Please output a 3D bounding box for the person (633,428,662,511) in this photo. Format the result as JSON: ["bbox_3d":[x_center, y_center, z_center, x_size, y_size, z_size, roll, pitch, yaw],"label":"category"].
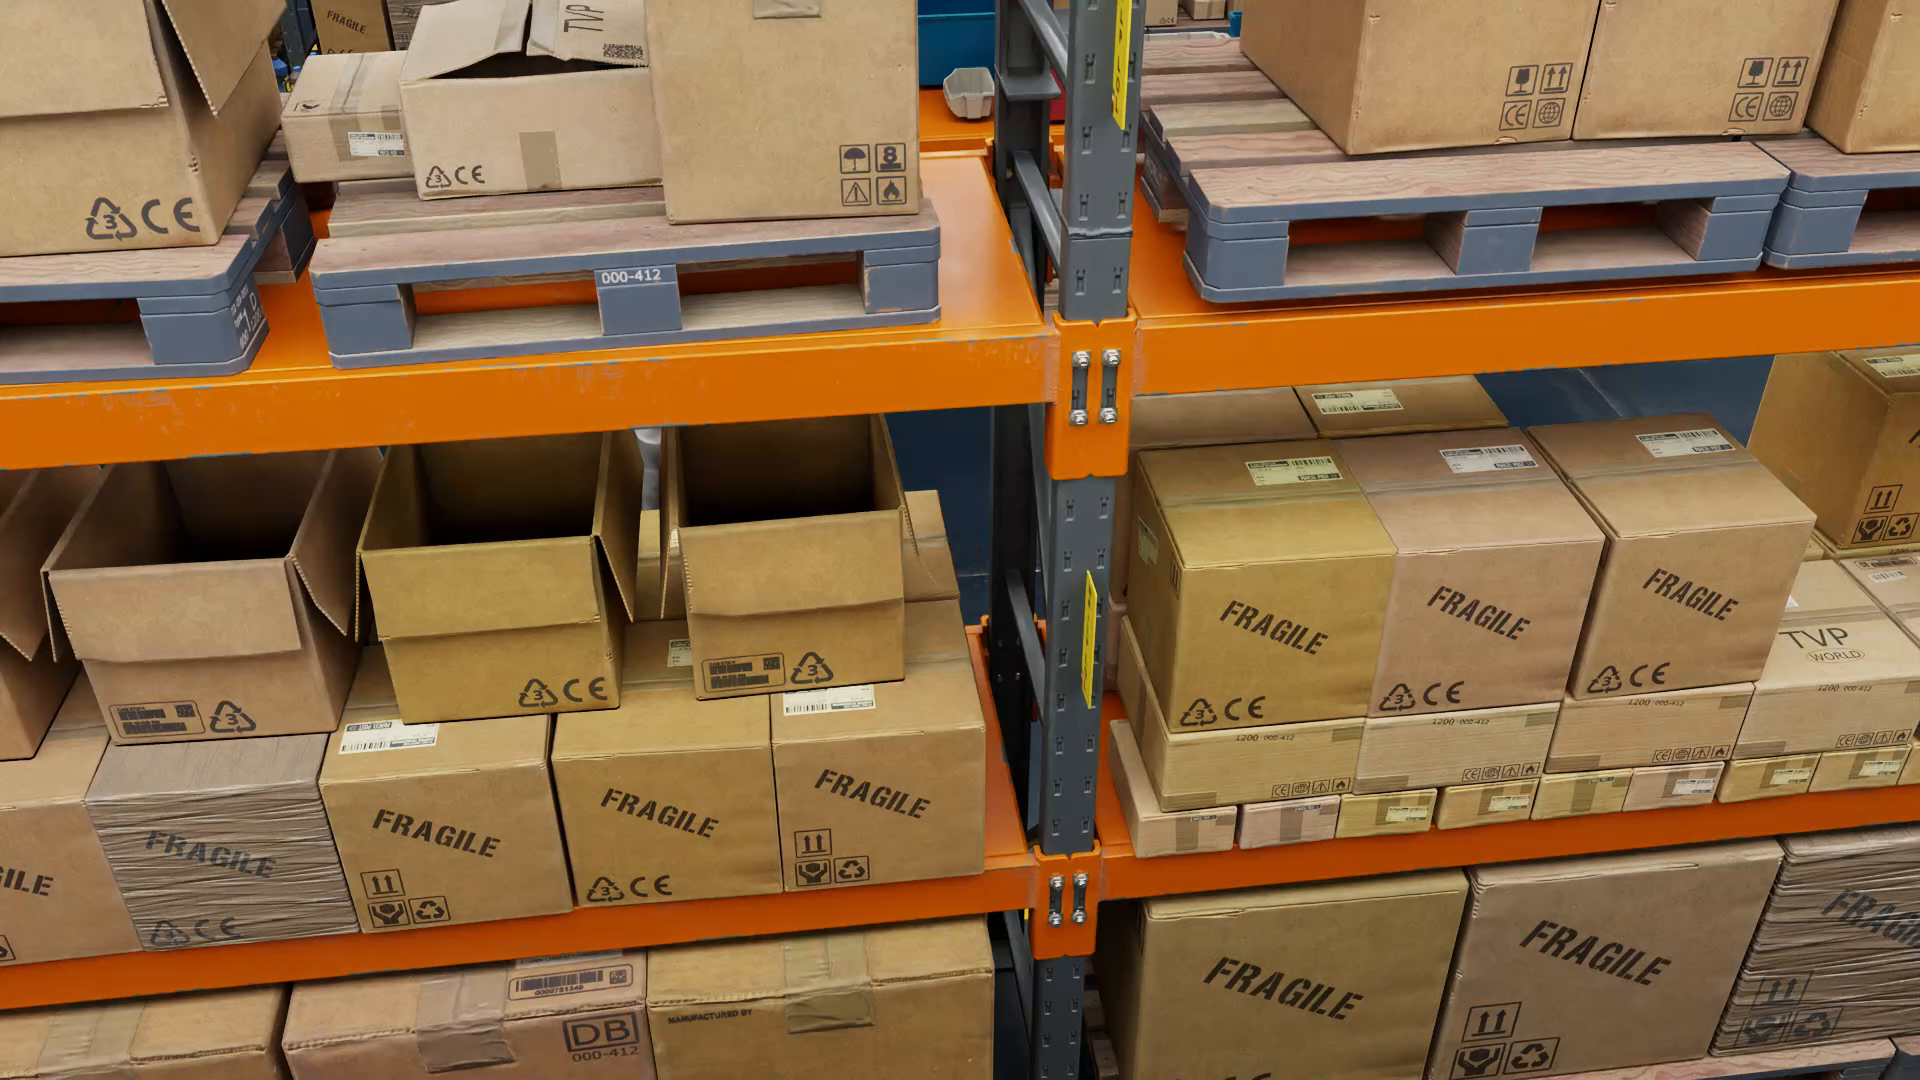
[{"bbox_3d":[-1.139,-0.456,6.819,0.531,1.800,0.447,-4,35,-5],"label":"person"}]
